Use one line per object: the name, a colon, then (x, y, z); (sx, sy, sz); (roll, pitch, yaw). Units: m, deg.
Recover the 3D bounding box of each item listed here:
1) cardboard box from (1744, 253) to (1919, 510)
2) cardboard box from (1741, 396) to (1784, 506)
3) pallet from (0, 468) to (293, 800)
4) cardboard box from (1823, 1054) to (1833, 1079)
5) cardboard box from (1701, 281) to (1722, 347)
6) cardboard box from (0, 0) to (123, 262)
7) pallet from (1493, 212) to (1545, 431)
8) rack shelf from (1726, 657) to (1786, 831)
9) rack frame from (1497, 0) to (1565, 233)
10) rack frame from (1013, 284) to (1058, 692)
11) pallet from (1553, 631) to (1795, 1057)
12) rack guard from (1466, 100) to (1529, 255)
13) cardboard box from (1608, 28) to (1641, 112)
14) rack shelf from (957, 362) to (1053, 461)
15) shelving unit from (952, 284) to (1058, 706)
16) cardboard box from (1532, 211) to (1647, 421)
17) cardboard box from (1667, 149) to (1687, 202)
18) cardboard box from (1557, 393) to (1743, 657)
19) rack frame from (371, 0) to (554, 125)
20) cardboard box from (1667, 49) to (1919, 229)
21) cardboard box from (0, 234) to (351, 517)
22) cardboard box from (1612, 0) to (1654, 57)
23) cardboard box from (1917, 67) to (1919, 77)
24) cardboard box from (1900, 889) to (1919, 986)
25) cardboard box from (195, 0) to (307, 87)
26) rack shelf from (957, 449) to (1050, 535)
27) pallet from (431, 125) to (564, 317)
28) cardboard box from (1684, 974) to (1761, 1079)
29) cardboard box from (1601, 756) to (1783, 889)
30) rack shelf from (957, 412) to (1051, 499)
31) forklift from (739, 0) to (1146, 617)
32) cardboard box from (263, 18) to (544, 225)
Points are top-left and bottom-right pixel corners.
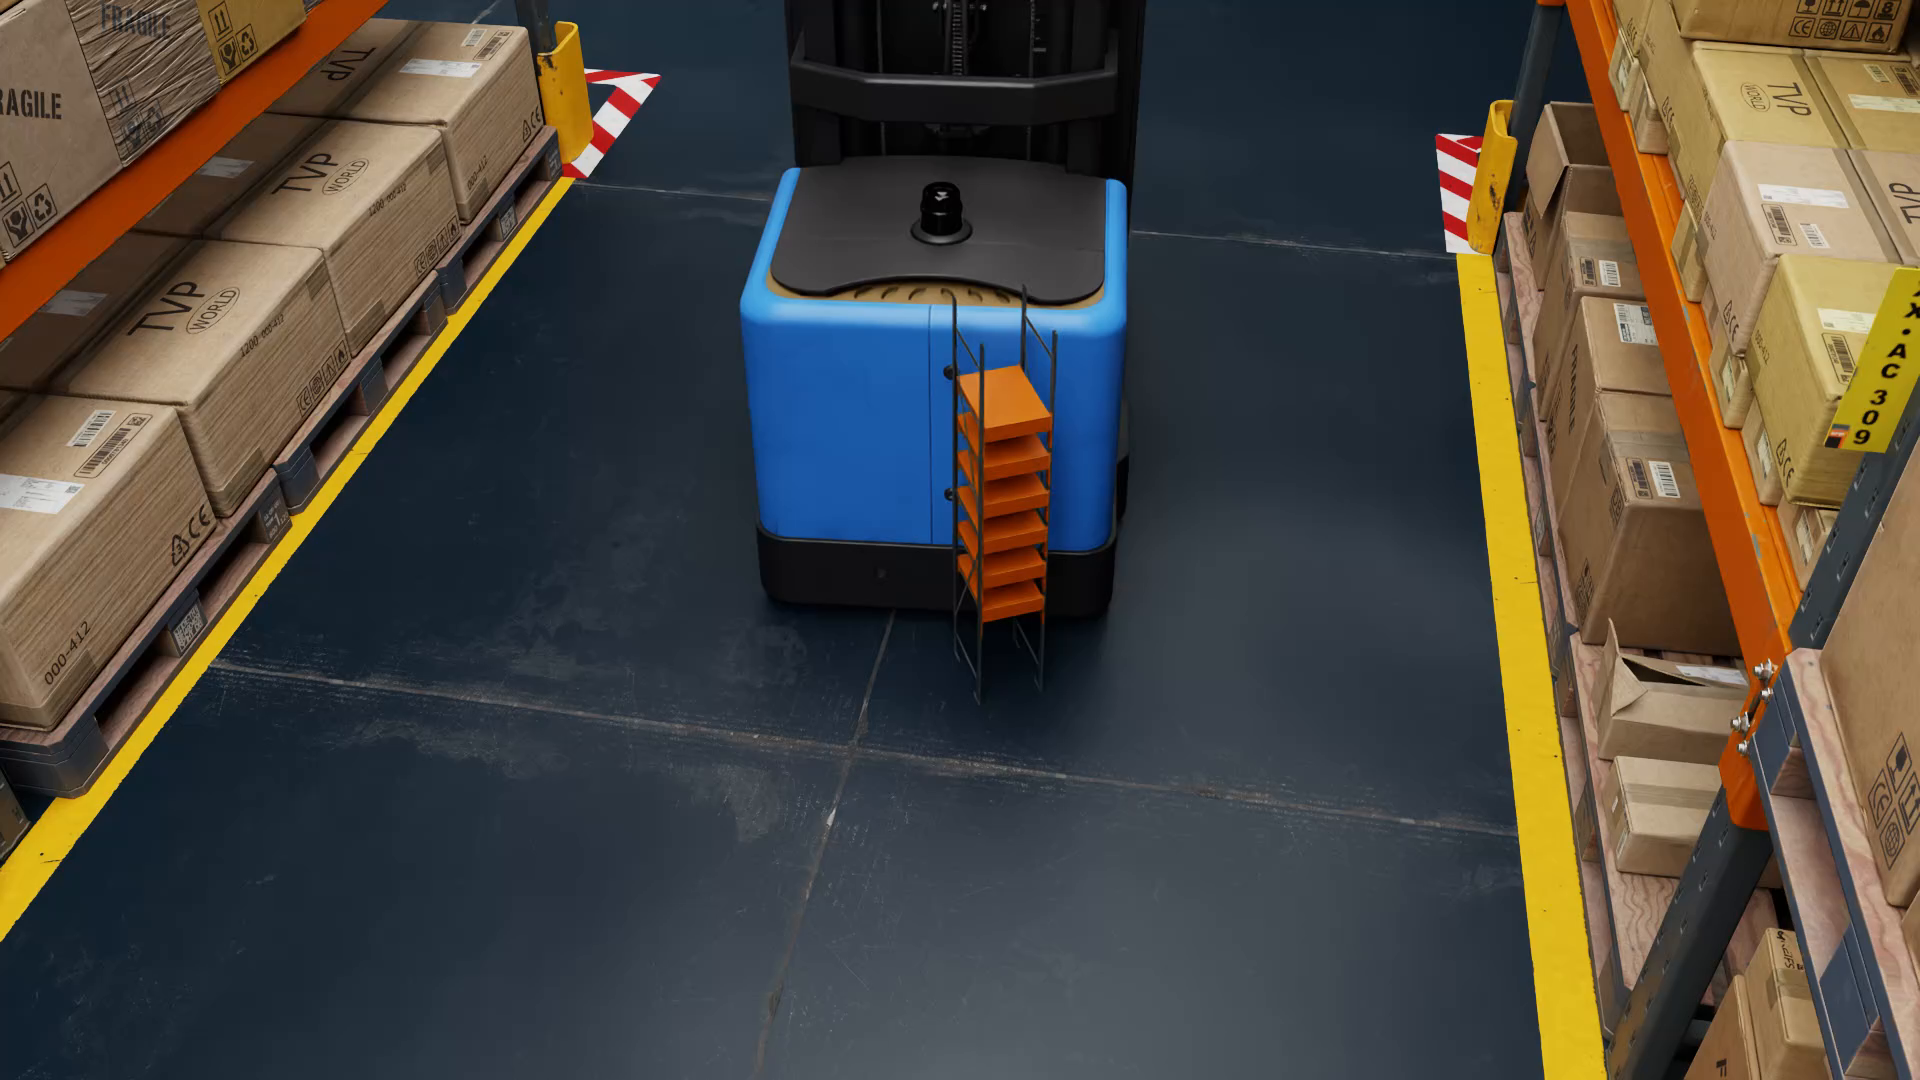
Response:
cardboard box: (1.810, -0.284, 3.124); (0.500, 0.250, 0.500); (7, 40, 9)
cardboard box: (1.792, -0.178, 3.308); (0.380, 0.149, 0.250); (7, 40, 9)
pallet: (-2.719, 0.180, 4.866); (1.003, 0.211, 1.213); (6, 40, 8)
cardboard box: (1.640, 0.920, 2.673); (0.380, 0.149, 0.250); (5, 40, 6)
cardboard box: (1.885, -0.505, 3.704); (0.380, 0.149, 0.250); (7, 40, 9)
cardboard box: (-2.497, -1.045, 4.082); (0.500, 0.500, 0.500); (7, 40, 8)
pallet: (2.504, -0.768, 6.014); (1.003, 0.211, 1.213); (6, 40, 8)
rack shelf: (1.616, 1.652, 1.463); (1.077, 0.370, 4.000); (6, 40, 8)
rack frame: (2.654, -2.391, 5.788); (1.000, 3.000, 0.127); (6, 40, 8)
rack frame: (0.194, -0.103, 4.433); (0.006, 1.200, 0.240); (-11, 41, -14)
pallet: (2.082, 0.763, 4.162); (1.003, 0.211, 1.213); (6, 40, 8)
rack guard: (2.641, -1.380, 6.527); (1.175, 0.500, 0.348); (6, 40, 8)
cardboard box: (2.055, -1.315, 4.684); (0.380, 0.149, 0.250); (5, 40, 6)
rack shelf: (0.107, -0.328, 4.210); (0.180, 0.103, 0.258); (-11, 41, -14)
shelving unit: (0.107, -0.085, 4.411); (0.189, 1.200, 0.258); (-11, 41, -14)
cardboard box: (2.269, -0.684, 5.355); (0.700, 0.500, 0.500); (8, 40, 9)
cardboard box: (2.053, -0.978, 4.277); (0.380, 0.149, 0.250); (6, 40, 8)
cardboard box: (2.089, -0.033, 4.567); (0.700, 0.500, 0.500); (5, 40, 6)
rack frame: (-2.235, -2.936, 6.447); (1.000, 3.000, 0.127); (6, 40, 8)
cardboard box: (1.981, -0.912, 3.883); (0.500, 0.250, 0.500); (6, 40, 7)
cardboard box: (-2.559, -0.544, 5.235); (0.875, 0.438, 0.875); (5, 40, 6)
cardboard box: (2.139, -1.558, 4.665); (0.500, 0.250, 0.500); (6, 40, 7)
cardboard box: (2.485, -0.858, 3.818); (0.500, 0.250, 0.500); (7, 40, 9)
cardboard box: (1.568, 0.523, 1.856); (0.700, 0.500, 0.500); (7, 40, 8)
cardboard box: (-2.316, -1.680, 4.850); (0.500, 0.500, 0.500); (8, 40, 9)
rack shelf: (0.107, -0.143, 4.363); (0.180, 0.103, 0.258); (-11, 41, -14)
pallet: (-2.297, -1.351, 6.718); (1.003, 0.211, 1.213); (6, 40, 8)
cardboard box: (1.657, 1.199, 3.077); (0.500, 0.500, 0.500); (8, 40, 10)
cardboard box: (1.769, 0.674, 3.988); (0.380, 0.149, 0.250); (5, 40, 6)
rack shelf: (0.107, -0.236, 4.287); (0.180, 0.103, 0.258); (-11, 41, -14)
forklift: (0.034, -1.831, 5.165); (1.130, 2.935, 3.031); (3, 40, 3)
cardboard box: (-2.251, -1.685, 6.616); (0.875, 0.438, 0.875); (5, 40, 6)
